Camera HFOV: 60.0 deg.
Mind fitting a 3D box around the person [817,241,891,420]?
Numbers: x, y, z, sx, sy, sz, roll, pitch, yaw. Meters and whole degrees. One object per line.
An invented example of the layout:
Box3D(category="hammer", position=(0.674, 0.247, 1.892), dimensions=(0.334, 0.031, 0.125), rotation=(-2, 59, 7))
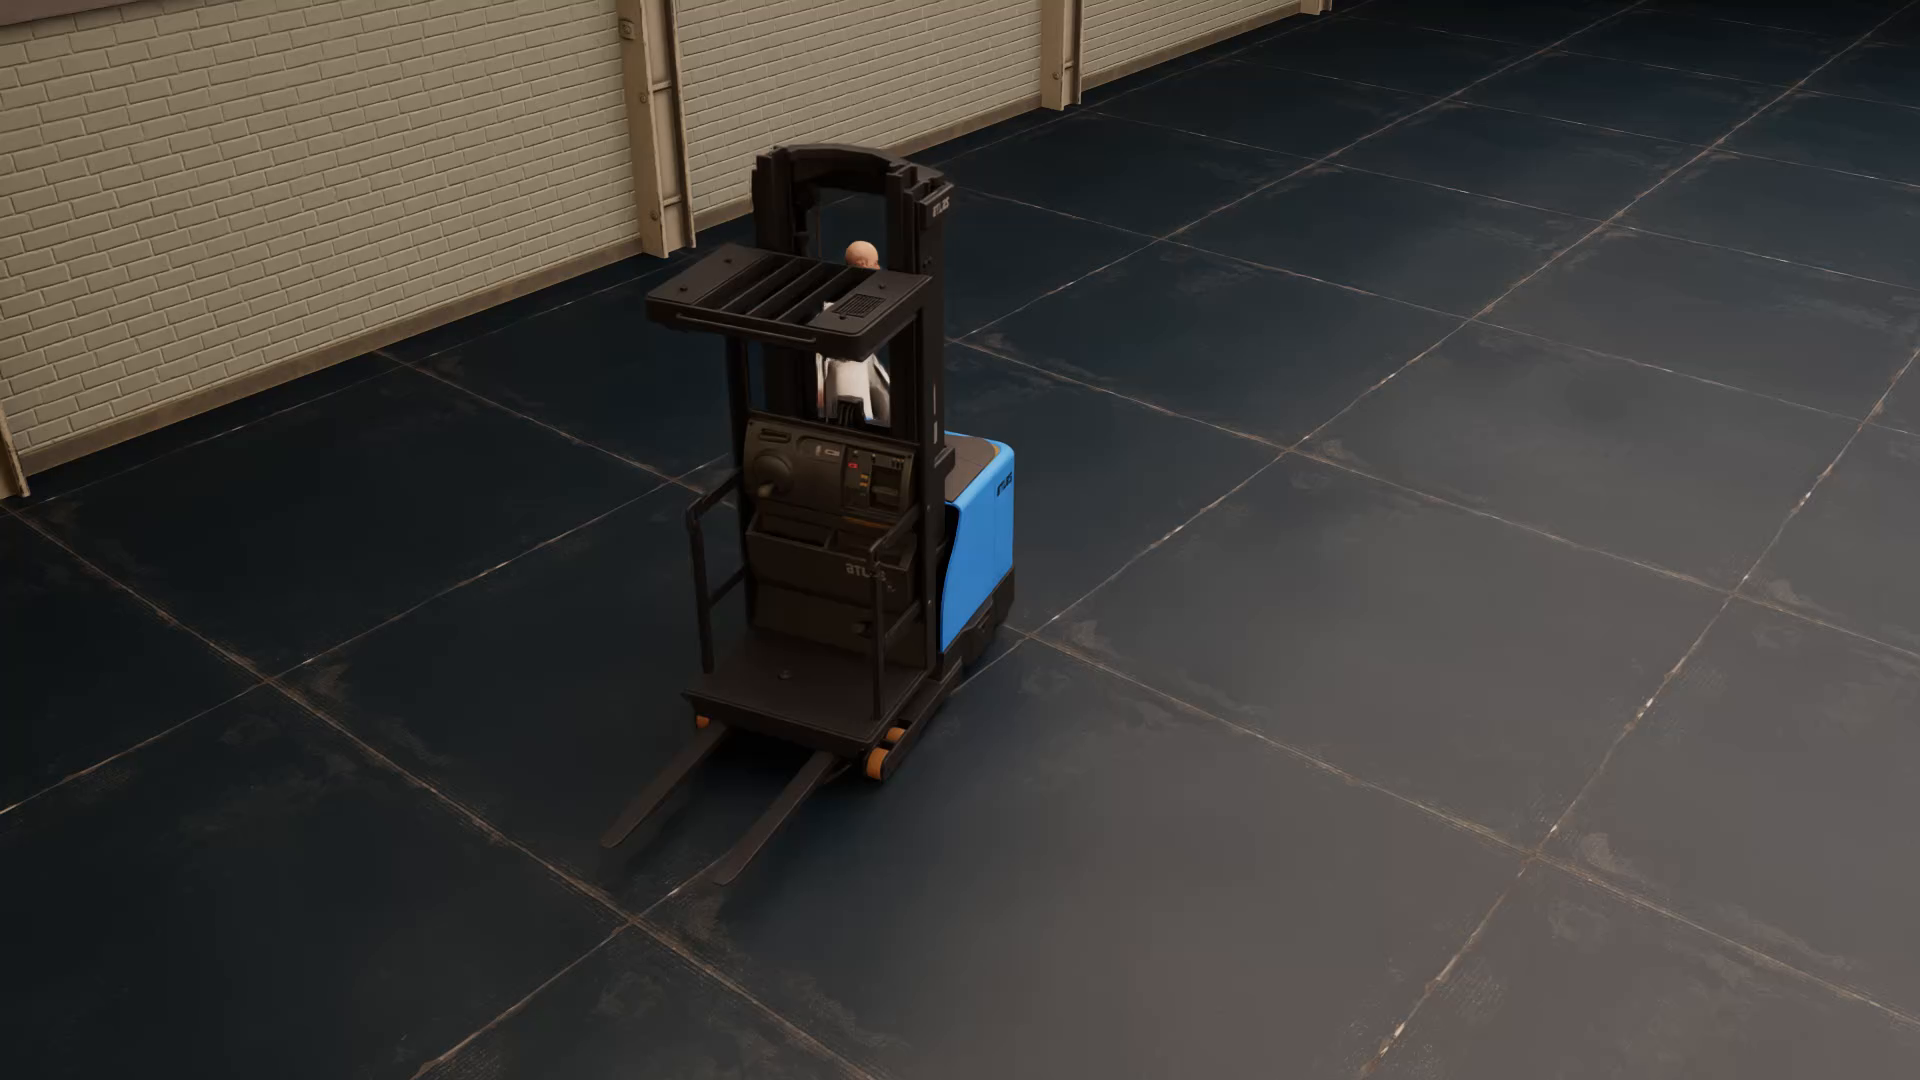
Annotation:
Box3D(category="person", position=(-0.722, -1.057, 10.640), dimensions=(0.509, 1.751, 0.930), rotation=(10, 32, 17))

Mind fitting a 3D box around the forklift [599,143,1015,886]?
Box3D(category="forklift", position=(-0.743, -0.296, 8.101), dimensions=(1.130, 2.935, 3.031), rotation=(13, 33, 21))
